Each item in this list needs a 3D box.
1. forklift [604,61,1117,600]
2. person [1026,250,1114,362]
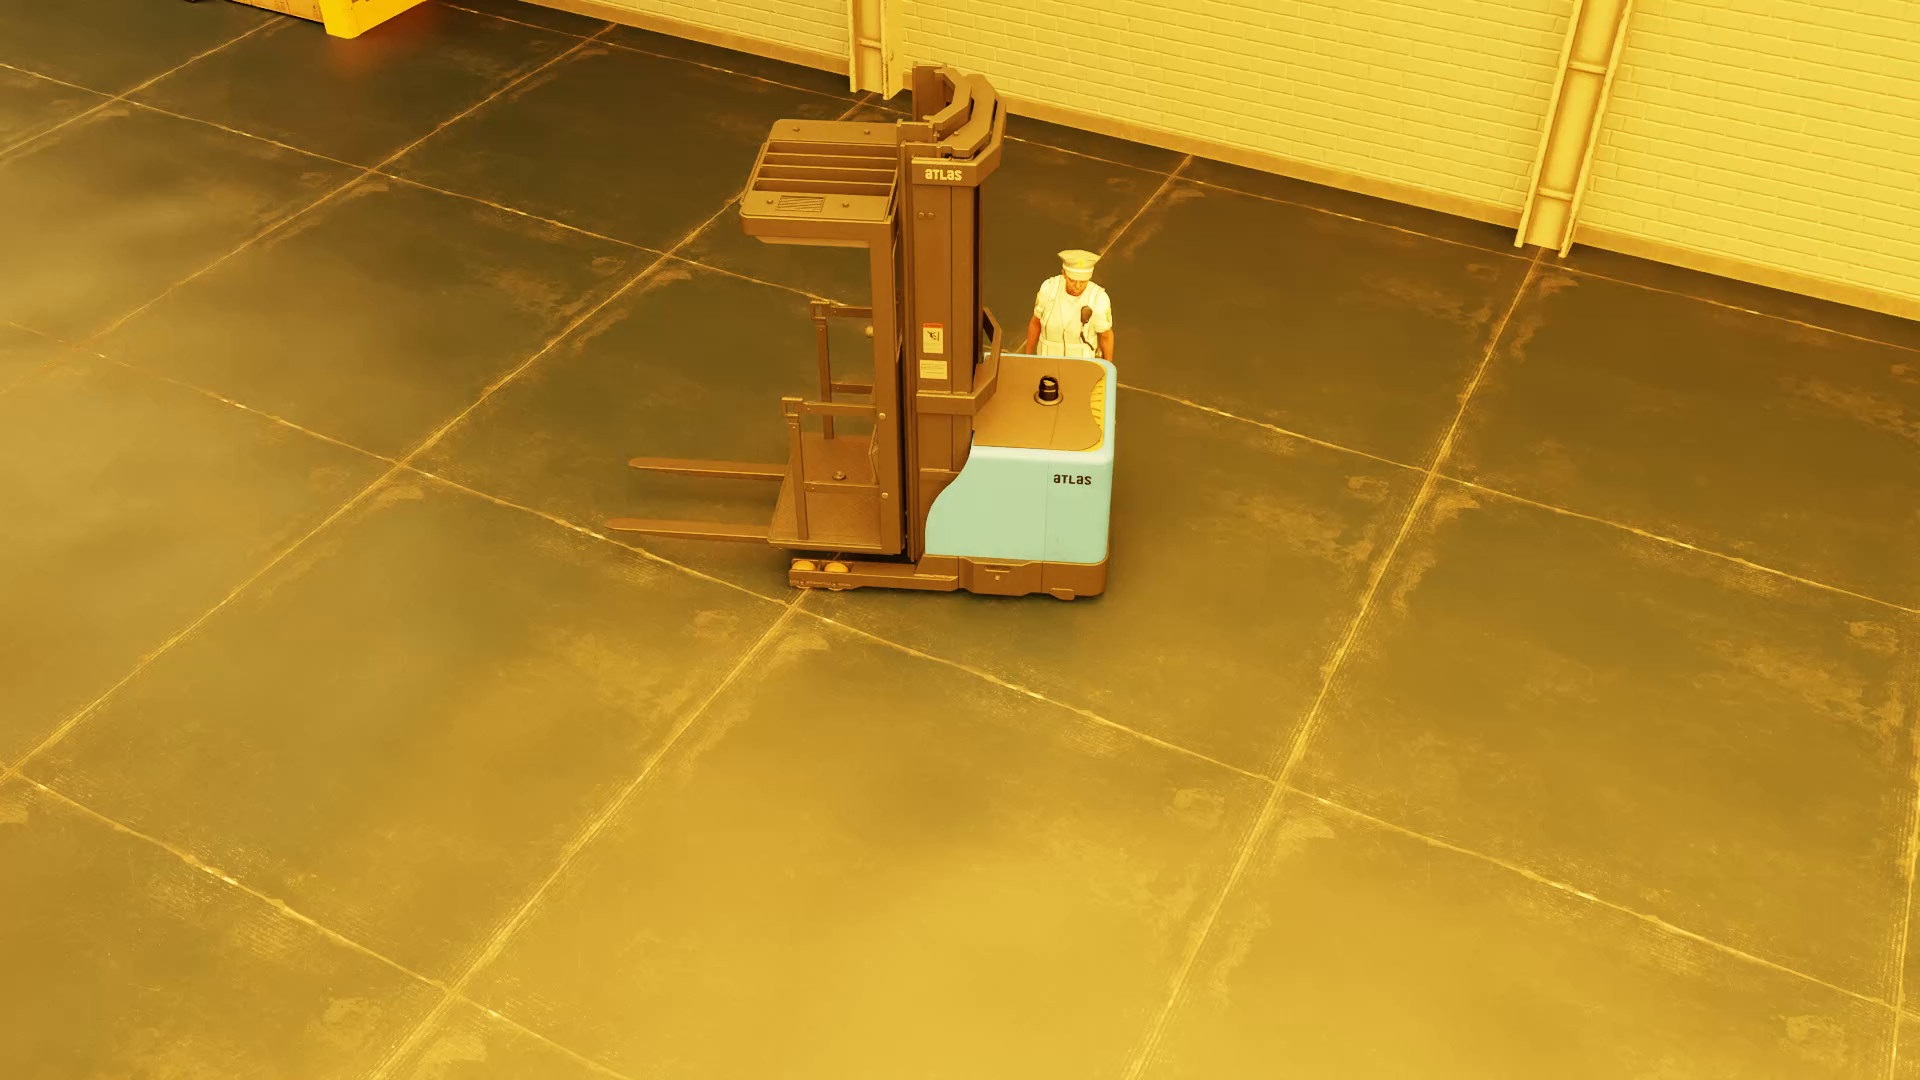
[{"bbox_3d":[-0.606,-1.157,9.360,3.031,2.935,1.130,3,40,4],"label":"forklift"},{"bbox_3d":[0.619,-1.004,10.137,0.572,1.680,0.567,9,41,10],"label":"person"}]
